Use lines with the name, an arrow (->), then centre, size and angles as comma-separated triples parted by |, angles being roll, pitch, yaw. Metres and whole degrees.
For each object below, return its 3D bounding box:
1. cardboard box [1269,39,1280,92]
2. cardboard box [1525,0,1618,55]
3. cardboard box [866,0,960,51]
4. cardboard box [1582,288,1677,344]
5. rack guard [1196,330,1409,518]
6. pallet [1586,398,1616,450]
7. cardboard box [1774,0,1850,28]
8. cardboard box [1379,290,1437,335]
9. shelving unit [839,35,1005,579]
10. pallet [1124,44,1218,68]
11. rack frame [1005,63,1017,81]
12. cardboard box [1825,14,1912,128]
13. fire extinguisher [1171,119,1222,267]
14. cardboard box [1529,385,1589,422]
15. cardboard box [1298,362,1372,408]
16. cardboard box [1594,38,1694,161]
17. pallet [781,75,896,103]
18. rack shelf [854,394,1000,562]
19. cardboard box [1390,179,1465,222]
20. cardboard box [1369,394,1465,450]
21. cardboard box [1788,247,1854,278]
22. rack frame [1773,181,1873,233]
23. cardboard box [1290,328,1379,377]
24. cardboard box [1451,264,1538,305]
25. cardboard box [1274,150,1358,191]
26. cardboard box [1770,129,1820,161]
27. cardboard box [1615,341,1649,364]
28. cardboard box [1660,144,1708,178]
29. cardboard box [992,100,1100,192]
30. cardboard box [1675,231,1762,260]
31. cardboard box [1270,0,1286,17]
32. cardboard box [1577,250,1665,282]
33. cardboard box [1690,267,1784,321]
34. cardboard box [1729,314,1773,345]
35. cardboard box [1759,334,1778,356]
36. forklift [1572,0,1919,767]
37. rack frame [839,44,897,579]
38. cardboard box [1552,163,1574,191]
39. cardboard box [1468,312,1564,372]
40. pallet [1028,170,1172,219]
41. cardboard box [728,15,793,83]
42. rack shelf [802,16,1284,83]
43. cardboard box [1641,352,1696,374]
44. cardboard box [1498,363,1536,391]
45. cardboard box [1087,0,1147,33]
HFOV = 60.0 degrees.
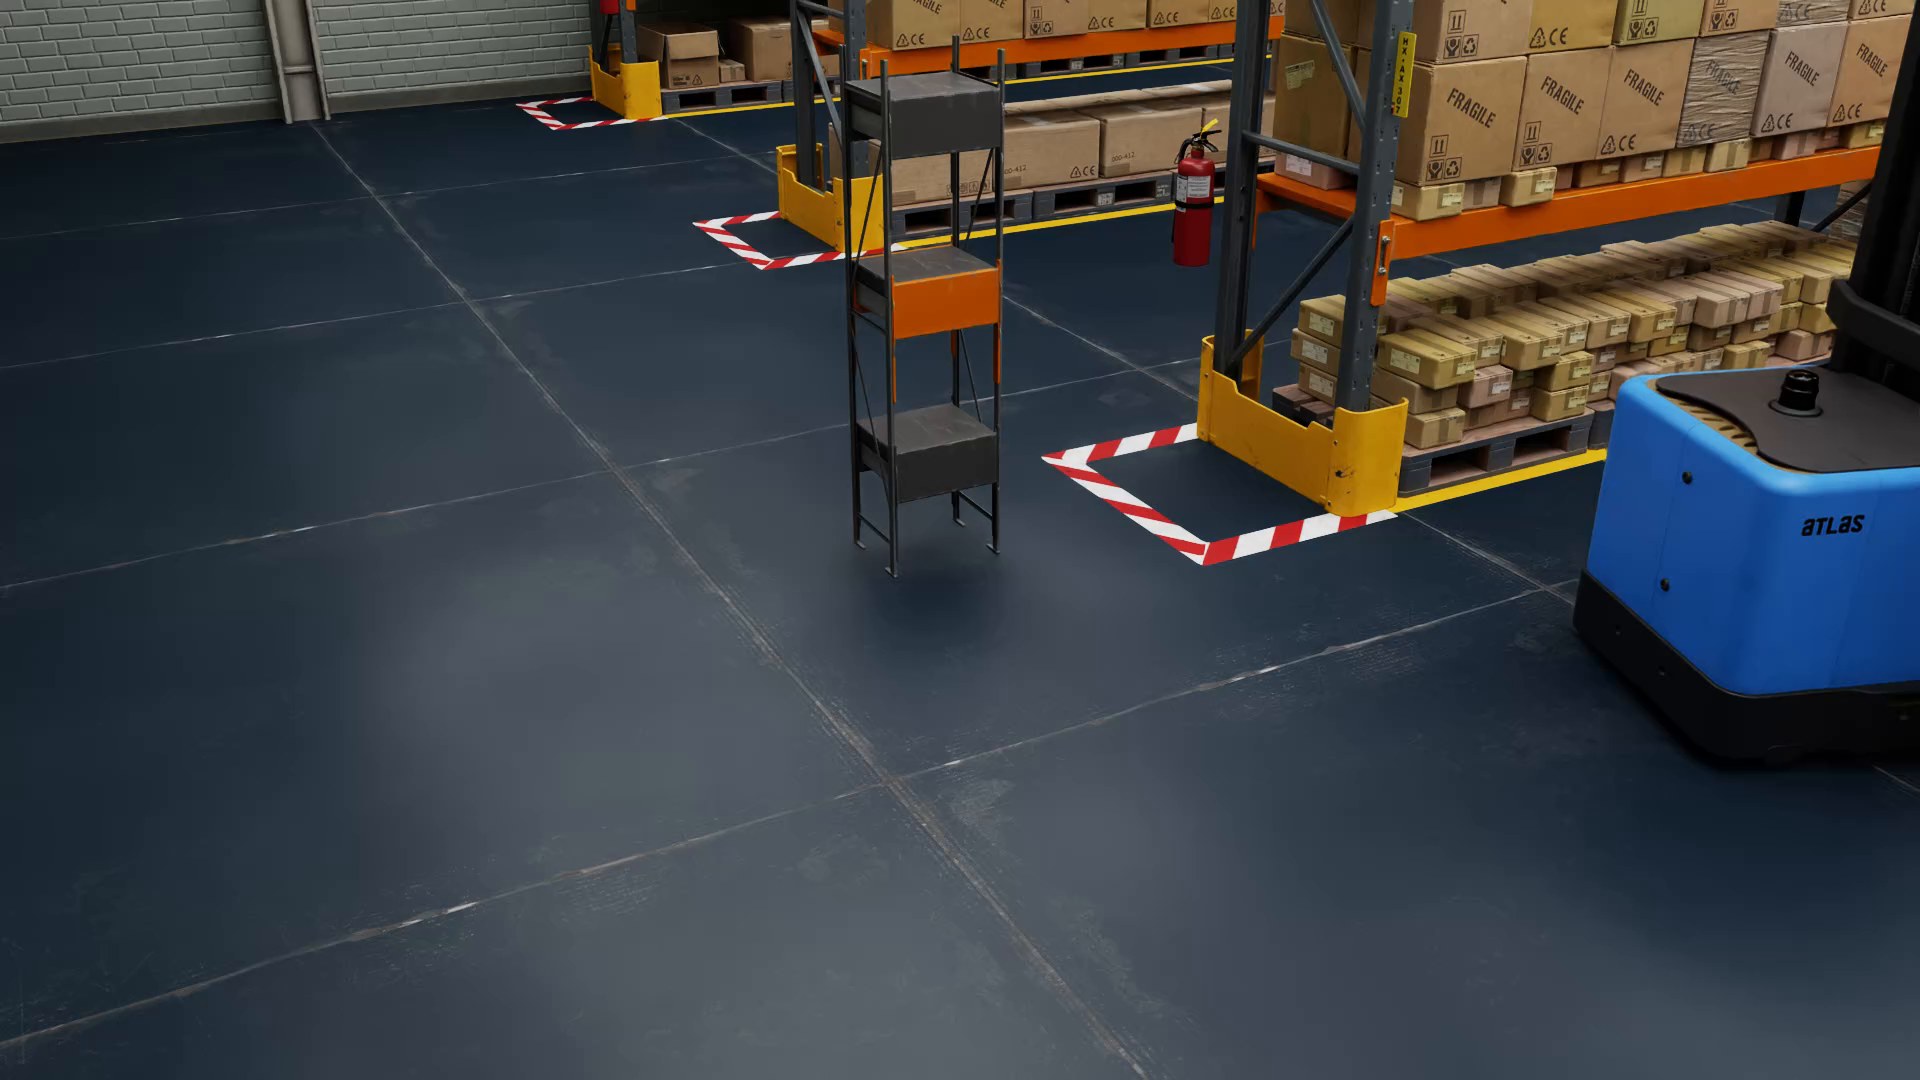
cardboard box -> 3.142, -3.758, 13.581 | 0.875, 0.875, 0.875 | -12, 28, -24
cardboard box -> 2.485, -2.410, 7.190 | 0.500, 0.500, 0.500 | -12, 28, -24
cardboard box -> -0.338, -3.588, 11.142 | 0.500, 0.500, 0.500 | -13, 29, -25
cardboard box -> 3.296, -1.110, 8.217 | 0.250, 0.149, 0.380 | -13, 28, -24
rack guard -> 1.589, -0.574, 7.867 | 0.348, 0.500, 1.175 | -13, 29, -25
pallet -> 3.397, -0.842, 8.760 | 1.213, 0.211, 1.003 | -13, 29, -25
cardboard box -> 3.852, -2.724, 7.844 | 0.500, 0.500, 0.500 | -12, 28, -24
cardboard box -> 2.118, -1.091, 8.178 | 0.250, 0.149, 0.380 | -12, 28, -24
shelving unit -> -0.146, -0.913, 6.725 | 0.503, 2.100, 0.431 | -13, 29, -25
pallet -> 2.071, -5.438, 18.332 | 1.213, 0.211, 1.003 | -13, 29, -25
rack frame -> 0.294, -6.264, 16.832 | 0.127, 3.000, 1.000 | -13, 29, -25
cardboard box -> 4.298, -2.367, 8.255 | 0.500, 0.500, 0.500 | -14, 29, -26
fire extinguisher -> 1.082, -1.607, 7.651 | 0.183, 0.674, 0.296 | -13, 29, -25
cardboard box -> 2.820, -0.721, 8.096 | 0.250, 0.149, 0.380 | -13, 28, -24
cardboard box -> 1.888, -0.776, 8.209 | 0.250, 0.149, 0.380 | -12, 28, -24
cardboard box -> 2.946, -2.064, 7.623 | 0.500, 0.500, 0.500 | -13, 28, -24
pallet -> -1.391, -4.617, 16.624 | 1.213, 0.211, 1.003 | -13, 29, -25
rack shelf -> -0.146, -0.270, 7.034 | 0.480, 0.518, 0.431 | -13, 29, -25
cardboard box -> 1.962, -1.512, 7.225 | 0.250, 0.149, 0.380 | -13, 29, -26
cardboard box -> 2.135, -0.573, 7.787 | 0.250, 0.149, 0.380 | -12, 28, -24
cardboard box -> 4.653, -1.433, 8.890 | 0.250, 0.149, 0.380 | -13, 28, -24
rack frame -> 5.051, -2.500, 8.990 | 0.127, 3.000, 1.000 | -13, 29, -25
cardboard box -> 1.853, -0.940, 8.206 | 0.250, 0.149, 0.380 | -14, 29, -26
cardboard box -> 2.756, -1.297, 8.607 | 0.250, 0.149, 0.380 | -12, 28, -23
cardboard box -> 1.676, -1.746, 7.711 | 0.250, 0.149, 0.380 | -13, 29, -25
cardboard box -> 4.005, -2.003, 8.247 | 0.250, 0.149, 0.380 | -14, 29, -27
cardboard box -> 3.234, -1.022, 8.378 | 0.250, 0.149, 0.380 | -11, 28, -22
cardboard box -> 3.314, -1.850, 7.927 | 0.250, 0.149, 0.380 | -12, 28, -23
cardboard box -> 0.442, -2.951, 12.406 | 0.875, 0.438, 0.875 | -12, 28, -24
cardboard box -> 4.179, -1.577, 9.190 | 0.250, 0.149, 0.380 | -13, 29, -26
cardboard box -> 2.344, -4.222, 12.463 | 0.500, 0.500, 0.500 | -13, 28, -25
cardboard box -> 3.495, -1.408, 8.837 | 0.250, 0.149, 0.380 | -14, 29, -27
cardboard box -> 3.975, -1.266, 8.542 | 0.250, 0.149, 0.380 | -15, 29, -28
cardboard box -> 3.979, -1.158, 8.661 | 0.250, 0.149, 0.380 | -12, 28, -24
cardboard box -> 4.104, -1.087, 8.857 | 0.250, 0.149, 0.380 | -14, 29, -26
forklift -> 3.924, -0.849, 5.633 | 3.031, 2.935, 1.130 | -4, 26, -9
rack frame -> -0.361, -0.863, 6.622 | 0.015, 2.100, 0.400 | -13, 29, -25
cardboard box -> 2.594, -1.720, 7.656 | 0.250, 0.149, 0.380 | -12, 28, -23
cardboard box -> 2.613, -0.939, 7.861 | 0.250, 0.149, 0.380 | -13, 29, -25
pallet -> 0.847, -2.737, 12.707 | 1.213, 0.211, 1.003 | -13, 29, -25
cardboard box -> -1.879, -4.760, 16.101 | 0.500, 0.500, 0.700 | -12, 28, -23
rack shelf -> 0.868, -3.638, 12.192 | 4.000, 0.370, 1.077 | -13, 29, -25
cardboard box -> 3.493, -0.894, 8.454 | 0.250, 0.149, 0.380 | -13, 29, -25
cardboard box -> 2.547, -0.850, 8.019 | 0.250, 0.149, 0.380 | -13, 28, -24
cardboard box -> 0.986, -3.907, 11.806 | 0.500, 0.500, 0.500 | -12, 28, -23
